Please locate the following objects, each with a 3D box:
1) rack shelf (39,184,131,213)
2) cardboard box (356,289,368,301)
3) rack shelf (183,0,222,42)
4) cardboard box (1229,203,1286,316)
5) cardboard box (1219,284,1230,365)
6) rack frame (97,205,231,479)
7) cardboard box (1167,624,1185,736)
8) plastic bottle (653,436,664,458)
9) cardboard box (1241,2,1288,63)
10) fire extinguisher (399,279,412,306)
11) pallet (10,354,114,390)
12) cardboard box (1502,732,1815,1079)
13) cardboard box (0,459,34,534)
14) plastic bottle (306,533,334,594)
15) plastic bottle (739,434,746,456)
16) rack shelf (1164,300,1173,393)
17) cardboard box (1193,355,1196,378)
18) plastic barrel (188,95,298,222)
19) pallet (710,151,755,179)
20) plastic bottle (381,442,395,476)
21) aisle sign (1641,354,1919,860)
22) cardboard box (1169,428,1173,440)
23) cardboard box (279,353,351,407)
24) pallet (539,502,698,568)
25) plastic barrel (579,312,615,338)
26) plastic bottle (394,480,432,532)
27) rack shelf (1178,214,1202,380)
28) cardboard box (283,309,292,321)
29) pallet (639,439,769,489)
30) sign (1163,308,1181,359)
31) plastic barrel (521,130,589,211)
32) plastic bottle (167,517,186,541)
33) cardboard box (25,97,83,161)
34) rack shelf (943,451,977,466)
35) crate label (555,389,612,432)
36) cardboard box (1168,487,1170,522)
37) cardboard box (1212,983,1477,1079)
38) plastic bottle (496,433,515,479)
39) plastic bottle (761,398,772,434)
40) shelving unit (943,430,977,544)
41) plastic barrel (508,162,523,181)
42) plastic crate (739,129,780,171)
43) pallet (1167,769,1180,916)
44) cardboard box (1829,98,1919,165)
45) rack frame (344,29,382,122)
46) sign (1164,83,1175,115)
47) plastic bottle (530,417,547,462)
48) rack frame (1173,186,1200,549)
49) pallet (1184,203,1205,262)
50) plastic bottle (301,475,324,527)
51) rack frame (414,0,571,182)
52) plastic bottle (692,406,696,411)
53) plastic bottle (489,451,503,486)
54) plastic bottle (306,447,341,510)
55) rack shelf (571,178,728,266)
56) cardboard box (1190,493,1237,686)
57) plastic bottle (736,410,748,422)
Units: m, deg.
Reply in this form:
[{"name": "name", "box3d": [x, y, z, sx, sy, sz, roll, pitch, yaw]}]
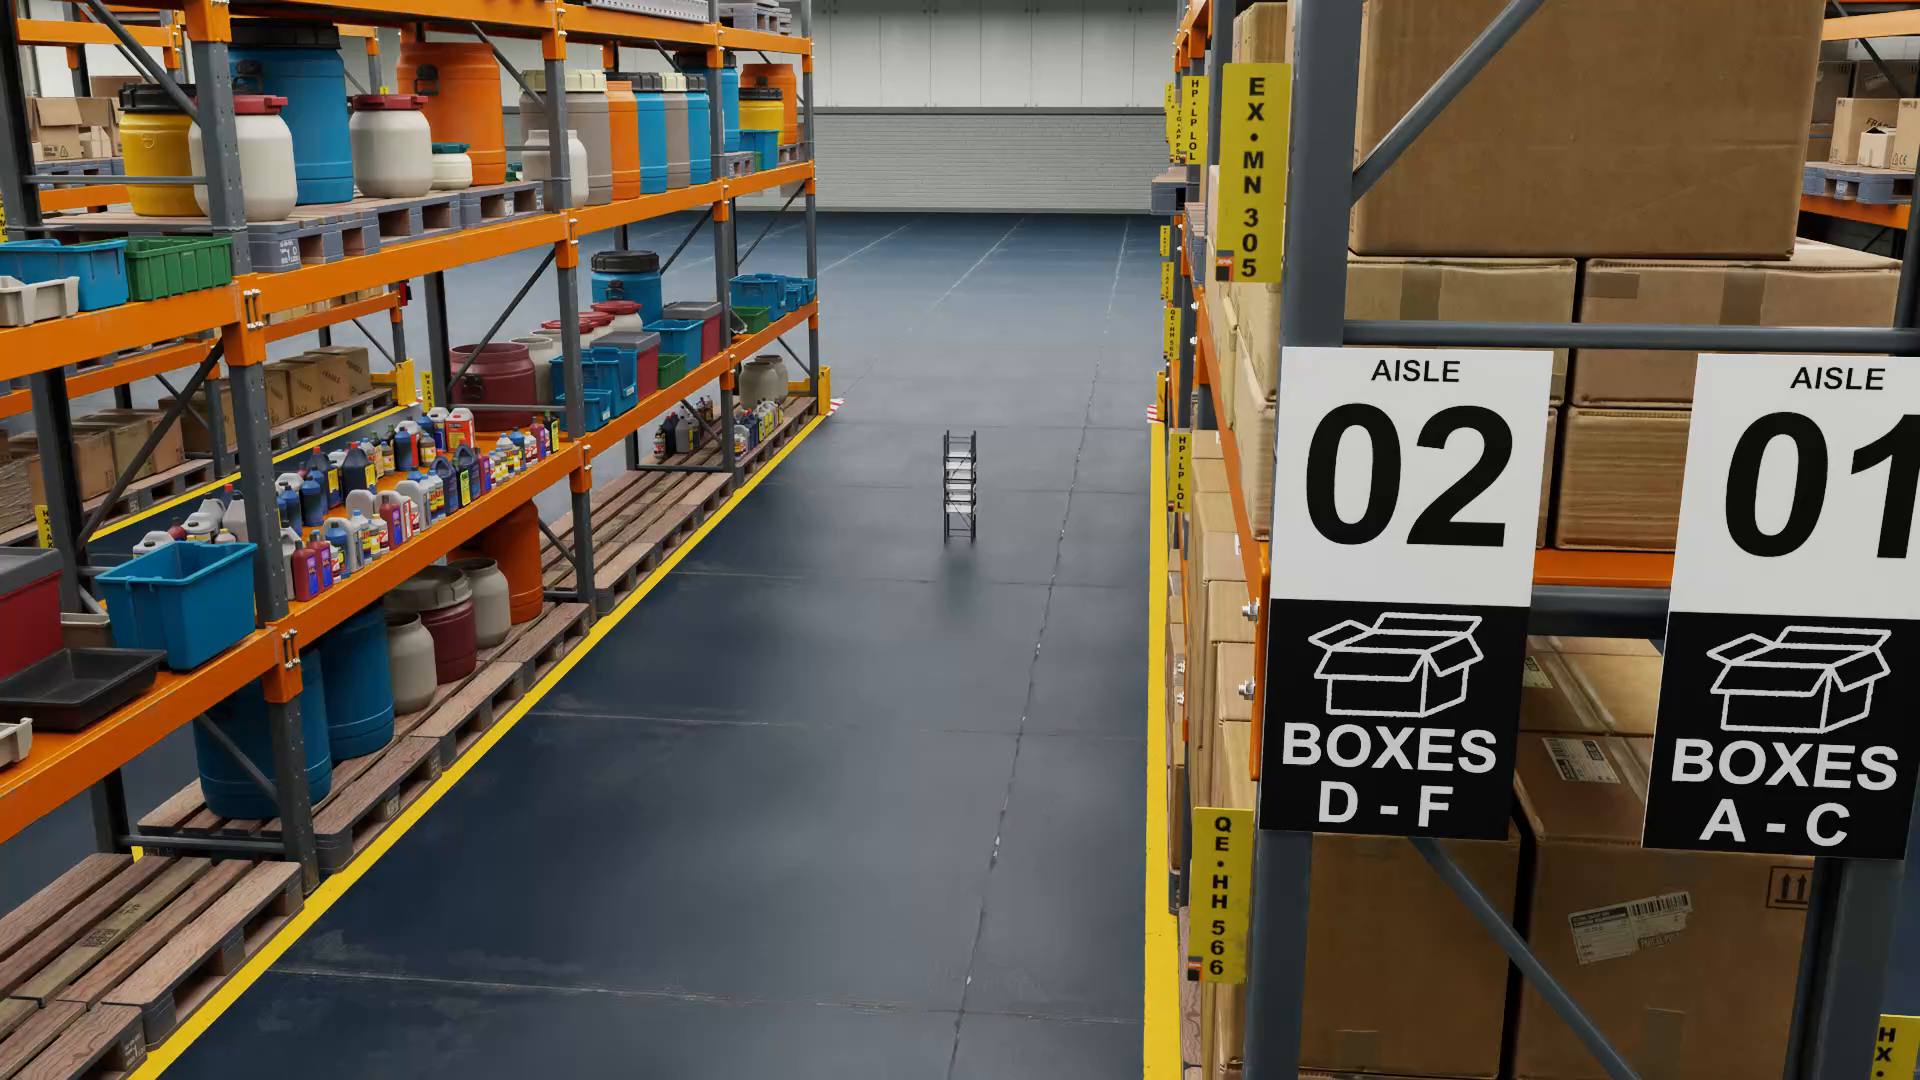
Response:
[{"name": "rack shelf", "box3d": [-7.721, -2.645, 13.328, 1.077, 0.370, 4.000, 2, 15, 6]}, {"name": "cardboard box", "box3d": [-6.877, -2.768, 18.633, 0.380, 0.149, 0.250, 2, 15, 6]}, {"name": "rack shelf", "box3d": [-3.703, -1.679, 4.776, 1.077, 0.370, 4.000, 2, 15, 6]}, {"name": "cardboard box", "box3d": [0.914, -0.675, 3.994, 0.500, 0.250, 0.500, 2, 15, 6]}, {"name": "cardboard box", "box3d": [0.972, -0.563, 4.538, 0.500, 0.250, 0.500, 2, 15, 6]}, {"name": "rack frame", "box3d": [-7.496, -2.063, 15.544, 1.000, 3.000, 0.127, 2, 15, 6]}, {"name": "cardboard box", "box3d": [1.392, 0.773, 9.004, 0.500, 0.500, 0.500, 1, 15, 4]}, {"name": "plastic bottle", "box3d": [-2.843, -0.882, 15.695, 0.097, 0.201, 0.097, 0, 15, 0]}, {"name": "cardboard box", "box3d": [1.180, -1.292, 4.838, 0.700, 0.500, 0.500, 2, 15, 6]}, {"name": "fire extinguisher", "box3d": [-6.573, -3.079, 19.451, 0.296, 0.674, 0.183, 2, 15, 6]}, {"name": "pallet", "box3d": [-7.764, -1.447, 13.636, 1.003, 0.211, 1.213, 2, 15, 6]}, {"name": "cardboard box", "box3d": [1.305, 0.704, 3.205, 0.500, 0.500, 0.500, 2, 15, 8]}, {"name": "cardboard box", "box3d": [-7.841, -0.350, 13.155, 0.700, 0.500, 0.500, 0, 15, 2]}, {"name": "plastic bottle", "box3d": [-2.997, 0.097, 7.780, 0.061, 0.283, 0.133, 2, 15, 6]}, {"name": "plastic bottle", "box3d": [-2.080, -0.901, 15.766, 0.097, 0.201, 0.097, 0, 15, 0]}, {"name": "rack shelf", "box3d": [2.573, -1.942, 16.474, 1.077, 0.370, 4.000, 2, 15, 6]}, {"name": "cardboard box", "box3d": [2.044, -1.425, 13.667, 0.380, 0.149, 0.250, 2, 15, 6]}, {"name": "plastic barrel", "box3d": [-3.168, -1.688, 7.345, 0.433, 0.535, 0.433, 0, 15, 0]}, {"name": "pallet", "box3d": [-2.590, -3.464, 15.341, 1.213, 0.211, 1.003, 2, 15, 6]}, {"name": "plastic bottle", "box3d": [-3.503, -0.497, 10.134, 0.097, 0.201, 0.097, 0, 15, 0]}, {"name": "aisle sign", "box3d": [1.277, 0.114, 2.515, 0.394, 0.787, 0.004, 2, 15, 6]}, {"name": "cardboard box", "box3d": [2.053, -0.816, 14.323, 0.500, 0.311, 0.500, 2, 15, 6]}, {"name": "cardboard box", "box3d": [-7.165, -1.779, 18.478, 0.500, 0.500, 0.500, 6, 16, 21]}, {"name": "pallet", "box3d": [-2.759, -0.049, 13.438, 1.003, 0.211, 1.213, 2, 15, 6]}, {"name": "plastic barrel", "box3d": [-2.983, -1.551, 13.390, 0.433, 0.535, 0.433, 0, 15, 0]}, {"name": "plastic bottle", "box3d": [-2.916, -0.191, 8.861, 0.152, 0.276, 0.135, 2, 15, 6]}, {"name": "rack shelf", "box3d": [1.670, -1.315, 8.409, 1.077, 0.370, 4.000, 2, 15, 6]}, {"name": "cardboard box", "box3d": [-7.056, -2.313, 16.952, 0.380, 0.149, 0.250, 2, 15, 6]}, {"name": "pallet", "box3d": [-2.457, -0.744, 16.008, 1.003, 0.211, 1.213, 2, 15, 6]}, {"name": "sign", "box3d": [1.344, -1.307, 10.531, 0.100, 0.325, 0.005, 2, 15, 6]}, {"name": "plastic barrel", "box3d": [-2.686, -2.453, 11.027, 0.421, 0.512, 0.421, 0, 15, 0]}, {"name": "plastic bottle", "box3d": [-3.773, 0.041, 7.987, 0.061, 0.283, 0.133, 2, 15, 6]}, {"name": "cardboard box", "box3d": [-7.752, -3.400, 13.741, 0.797, 0.503, 0.637, 2, 15, 9]}, {"name": "rack shelf", "box3d": [-0.001, -0.661, 13.475, 0.258, 0.077, 0.200, 2, 15, 6]}, {"name": "crate label", "box3d": [-2.606, -0.897, 11.553, 0.303, 0.233, 0.416, 2, 15, 6]}, {"name": "cardboard box", "box3d": [1.941, -0.281, 13.419, 0.500, 0.250, 0.500, 1, 15, 5]}, {"name": "cardboard box", "box3d": [0.773, 1.170, 3.398, 0.500, 0.500, 0.500, 2, 15, 8]}, {"name": "plastic bottle", "box3d": [-2.748, -0.510, 10.047, 0.097, 0.271, 0.097, 0, 15, 0]}, {"name": "plastic bottle", "box3d": [-1.981, -1.255, 16.789, 0.144, 0.351, 0.185, 2, 15, 9]}, {"name": "shelving unit", "box3d": [-0.001, -0.432, 13.537, 0.258, 0.900, 0.210, 2, 15, 6]}, {"name": "plastic barrel", "box3d": [-3.114, -2.597, 12.040, 0.301, 0.262, 0.301, 0, 15, 0]}, {"name": "plastic crate", "box3d": [-2.039, -3.891, 16.590, 0.392, 0.384, 0.575, 2, 15, 6]}, {"name": "pallet", "box3d": [1.499, 1.439, 7.937, 1.003, 0.211, 1.213, 2, 15, 6]}, {"name": "cardboard box", "box3d": [7.128, -3.185, 12.951, 0.500, 0.500, 0.500, 4, 16, 14]}, {"name": "rack frame", "box3d": [-7.044, -5.996, 18.598, 1.000, 3.000, 0.127, 2, 15, 6]}, {"name": "sign", "box3d": [2.248, -4.734, 17.849, 0.100, 0.325, 0.005, 2, 15, 6]}, {"name": "plastic bottle", "box3d": [-2.673, -0.646, 10.528, 0.061, 0.283, 0.133, 2, 15, 6]}, {"name": "rack frame", "box3d": [1.896, -0.733, 10.625, 1.000, 3.000, 0.127, 2, 15, 6]}, {"name": "pallet", "box3d": [1.702, -1.489, 8.034, 1.213, 0.211, 1.003, 2, 15, 6]}, {"name": "plastic bottle", "box3d": [-3.488, -0.213, 8.951, 0.097, 0.271, 0.097, 0, 15, 0]}, {"name": "rack frame", "box3d": [-3.026, -3.776, 10.385, 1.000, 3.000, 0.127, 2, 15, 6]}, {"name": "plastic bottle", "box3d": [-2.710, -1.221, 16.816, 0.097, 0.271, 0.097, 0, 15, 0]}, {"name": "plastic bottle", "box3d": [-2.770, -0.425, 9.869, 0.097, 0.201, 0.097, 0, 15, 0]}, {"name": "plastic bottle", "box3d": [-3.574, -0.352, 9.312, 0.144, 0.351, 0.185, 2, 15, 6]}, {"name": "rack shelf", "box3d": [-2.800, -2.499, 12.789, 1.077, 0.370, 4.000, 2, 15, 6]}, {"name": "cardboard box", "box3d": [0.995, 0.155, 5.236, 0.500, 0.500, 0.500, 1, 15, 5]}, {"name": "plastic bottle", "box3d": [-2.152, -1.169, 16.613, 0.152, 0.276, 0.135, 2, 15, 6]}]
